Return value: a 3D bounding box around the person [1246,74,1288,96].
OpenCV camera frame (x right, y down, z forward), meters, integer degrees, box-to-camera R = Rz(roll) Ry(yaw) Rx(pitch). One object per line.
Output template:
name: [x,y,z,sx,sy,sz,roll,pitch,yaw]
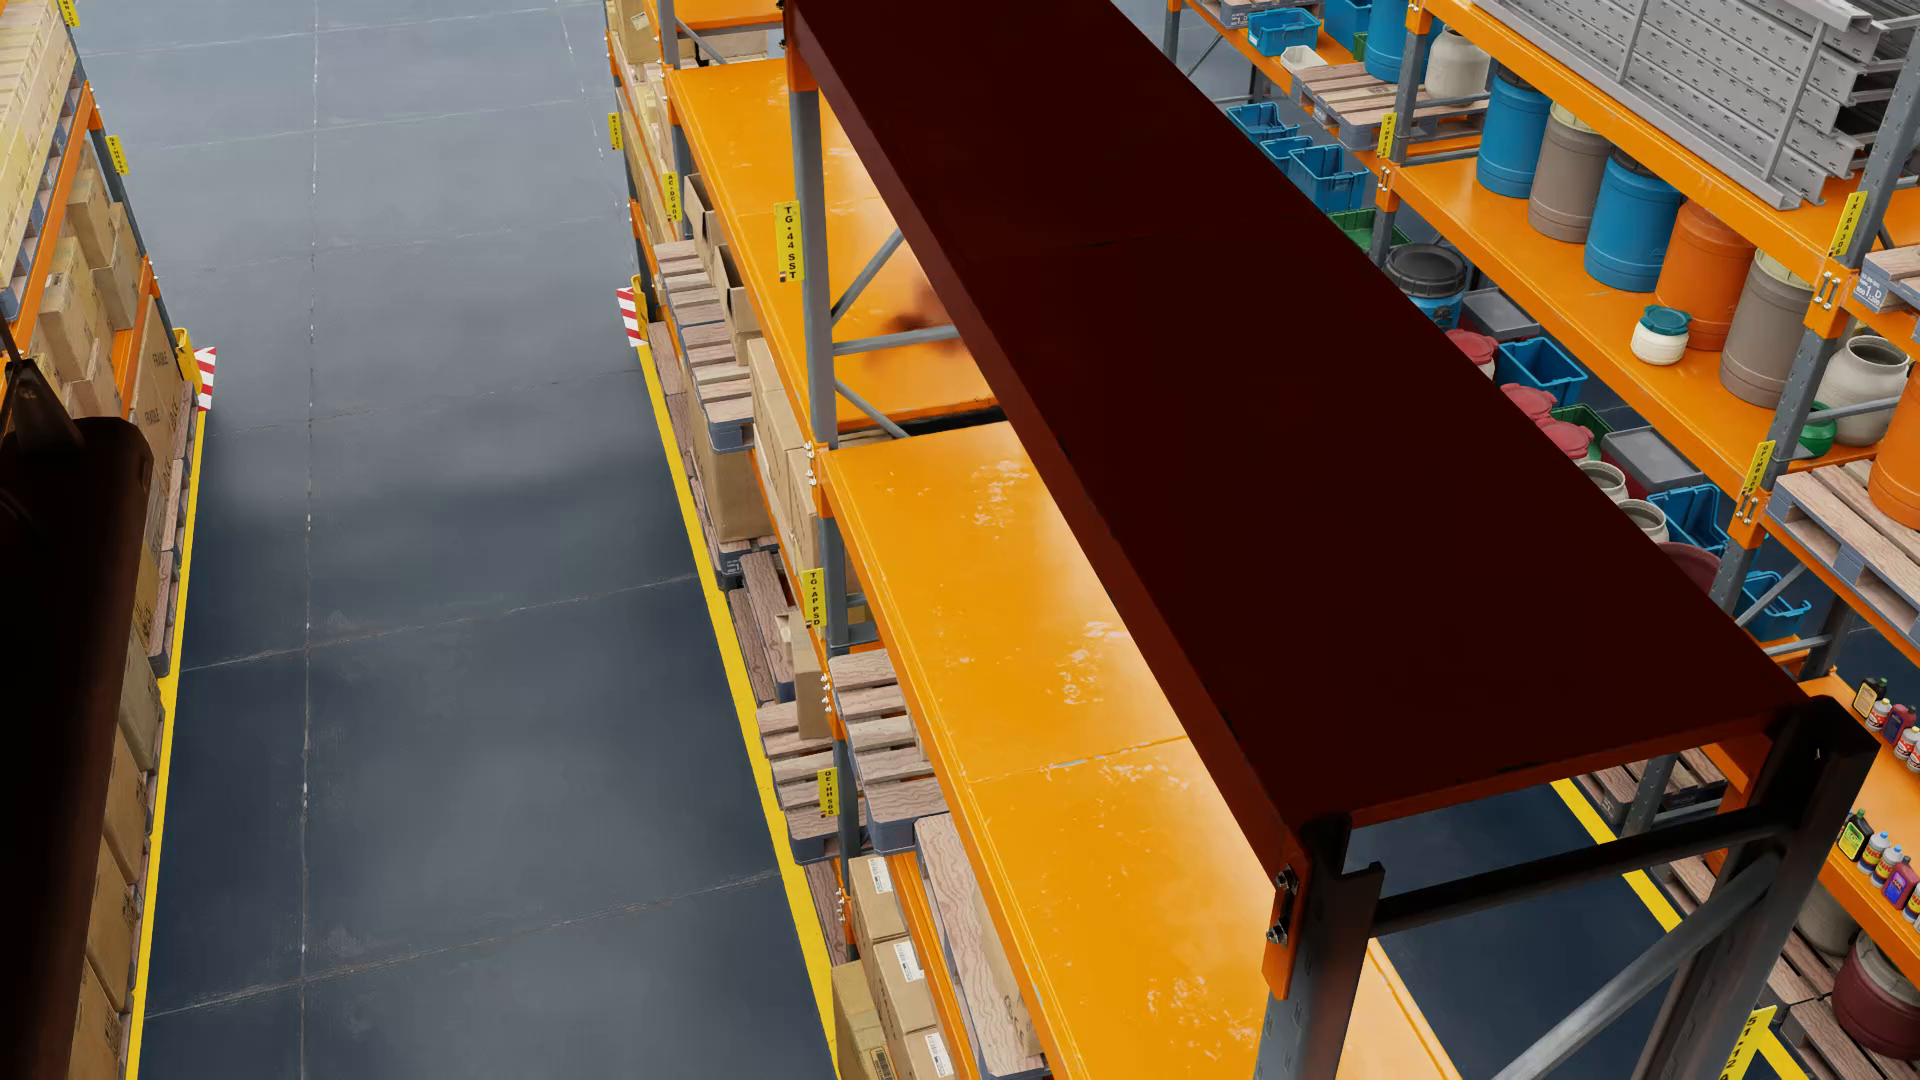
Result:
person: [3.622,-5.709,18.888,0.599,1.416,0.575,6,39,7]
